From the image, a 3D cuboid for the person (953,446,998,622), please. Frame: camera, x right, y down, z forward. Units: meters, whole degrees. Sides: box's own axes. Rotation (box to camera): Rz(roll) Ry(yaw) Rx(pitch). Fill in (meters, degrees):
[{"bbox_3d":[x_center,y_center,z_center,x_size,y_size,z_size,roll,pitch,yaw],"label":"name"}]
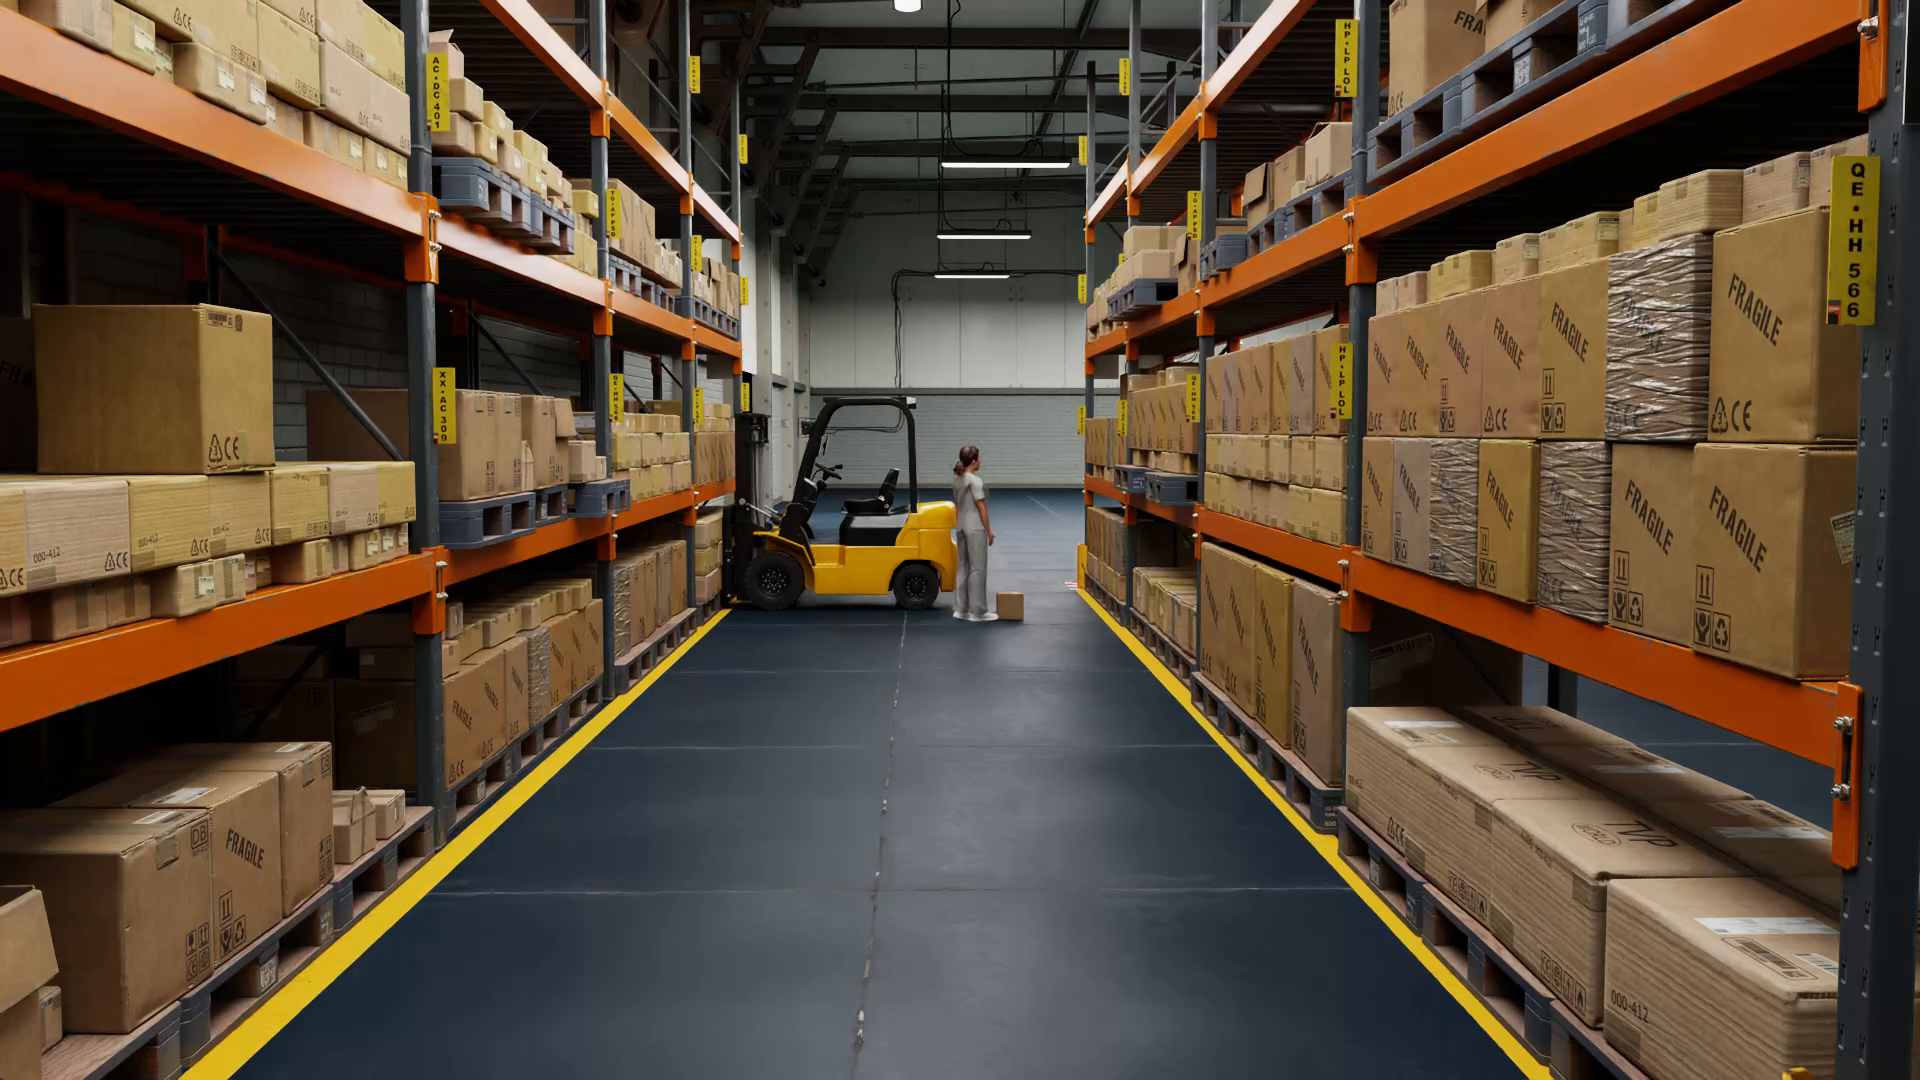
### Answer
[{"bbox_3d":[0.128,-0.041,15.879,0.429,1.719,0.448,-2,4,-29],"label":"person"}]
